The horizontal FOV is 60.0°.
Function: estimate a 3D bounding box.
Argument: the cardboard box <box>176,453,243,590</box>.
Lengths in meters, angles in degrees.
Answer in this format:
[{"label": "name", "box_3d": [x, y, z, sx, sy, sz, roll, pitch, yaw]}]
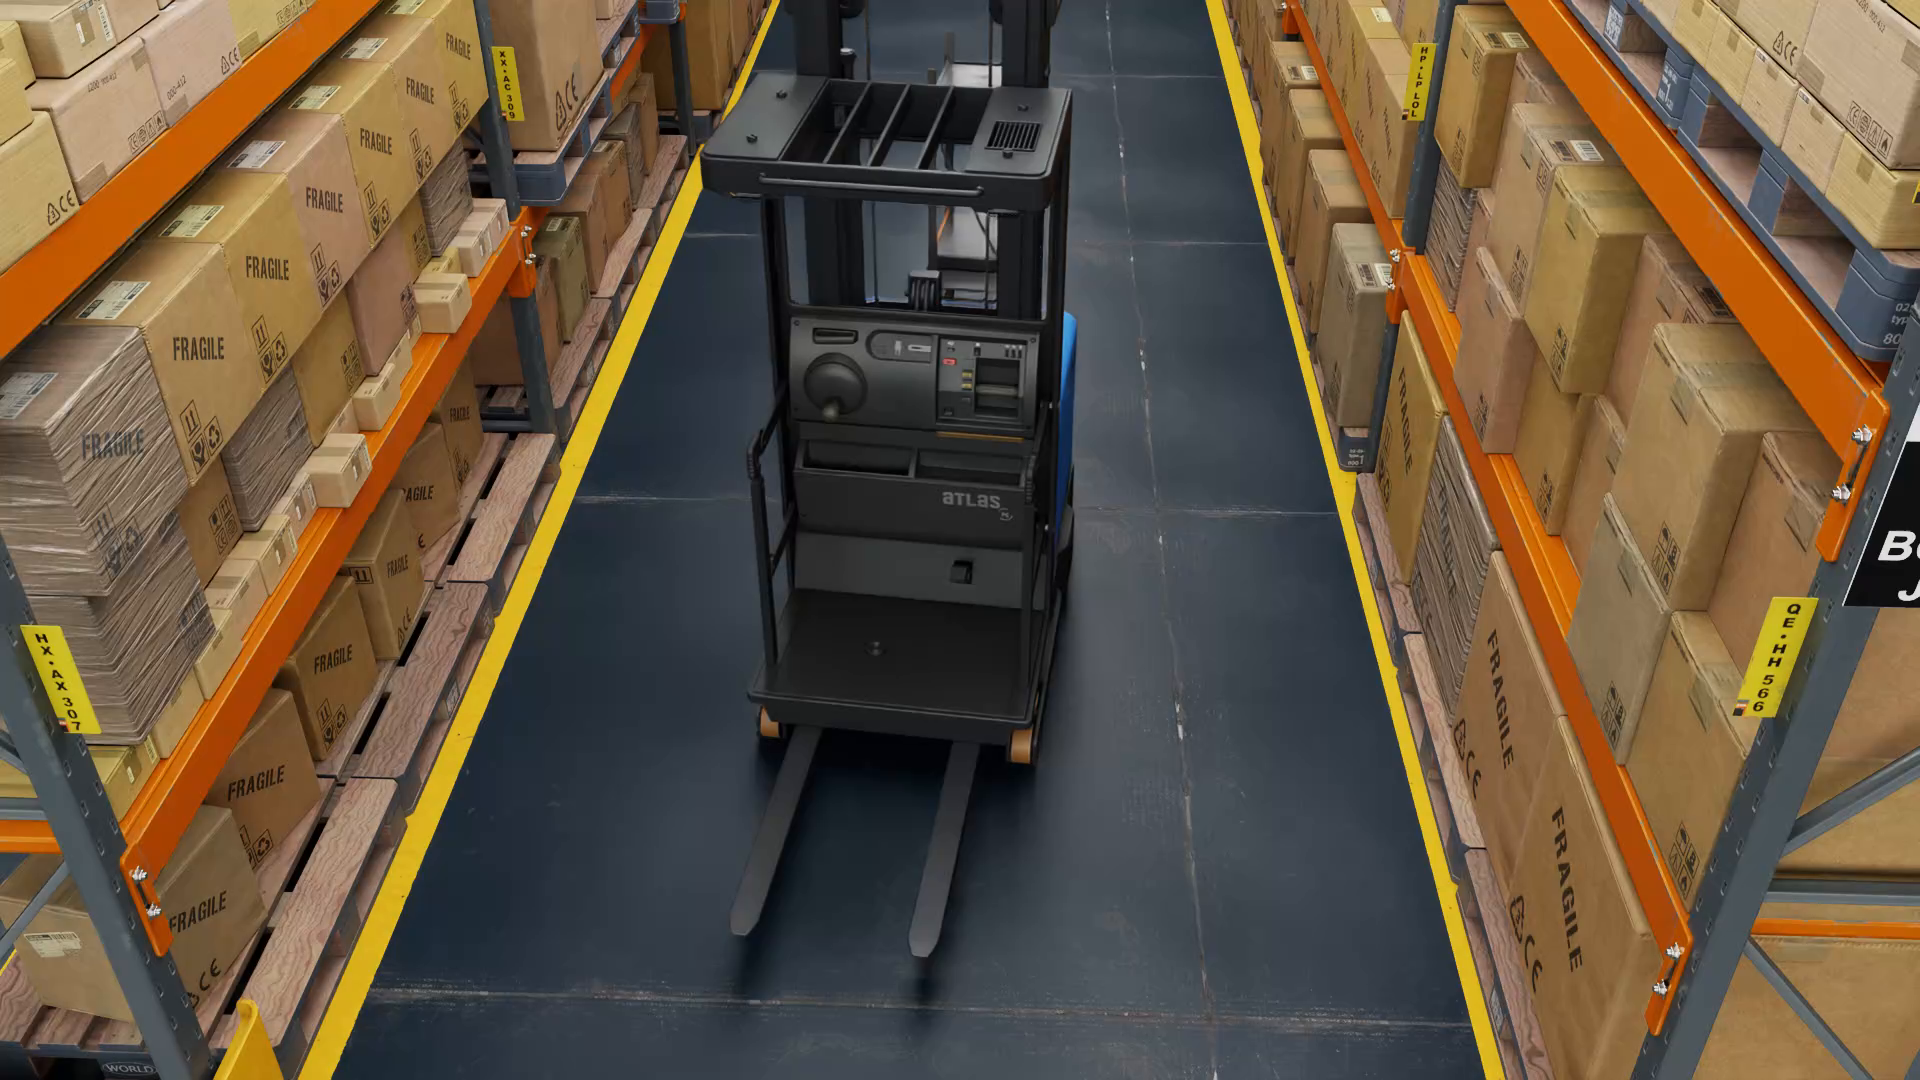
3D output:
[{"label": "cardboard box", "box_3d": [-2.711, -0.095, 4.931, 0.875, 0.500, 0.500, 1, 35, 2]}]

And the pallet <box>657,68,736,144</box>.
[{"label": "pallet", "box_3d": [-2.233, -3.234, 12.167, 1.003, 0.211, 1.213, 1, 35, 2]}]

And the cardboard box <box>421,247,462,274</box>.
[{"label": "cardboard box", "box_3d": [-2.305, -1.106, 6.934, 0.380, 0.149, 0.250, 1, 35, 2]}]

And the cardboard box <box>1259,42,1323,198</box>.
[{"label": "cardboard box", "box_3d": [2.498, -2.654, 10.509, 1.050, 0.750, 0.750, 1, 35, 1]}]

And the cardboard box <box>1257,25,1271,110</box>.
[{"label": "cardboard box", "box_3d": [2.377, -3.284, 11.622, 0.500, 0.500, 0.500, 1, 35, 2]}]

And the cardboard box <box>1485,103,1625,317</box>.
[{"label": "cardboard box", "box_3d": [2.337, -1.119, 5.663, 0.875, 0.550, 0.550, 1, 35, 2]}]

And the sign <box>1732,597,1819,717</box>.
[{"label": "sign", "box_3d": [1.749, 0.255, 3.566, 0.100, 0.325, 0.005, 1, 35, 2]}]

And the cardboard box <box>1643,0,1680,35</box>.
[{"label": "cardboard box", "box_3d": [2.017, -1.420, 4.320, 0.380, 0.149, 0.250, 2, 35, 2]}]

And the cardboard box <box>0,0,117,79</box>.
[{"label": "cardboard box", "box_3d": [-2.343, -1.258, 4.107, 0.380, 0.149, 0.250, 3, 35, 4]}]

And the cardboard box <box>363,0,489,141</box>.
[{"label": "cardboard box", "box_3d": [-2.244, -1.932, 6.675, 0.500, 0.500, 0.500, 1, 35, 2]}]

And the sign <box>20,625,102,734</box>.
[{"label": "sign", "box_3d": [-2.119, 0.331, 3.917, 0.100, 0.325, 0.005, 1, 35, 2]}]

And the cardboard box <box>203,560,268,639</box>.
[{"label": "cardboard box", "box_3d": [-2.368, 0.187, 5.094, 0.380, 0.149, 0.250, 1, 35, 2]}]

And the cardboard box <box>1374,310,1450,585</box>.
[{"label": "cardboard box", "box_3d": [2.356, -0.395, 7.186, 0.875, 0.875, 0.875, 2, 35, 3]}]

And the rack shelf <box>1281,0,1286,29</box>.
[{"label": "rack shelf", "box_3d": [2.692, -4.605, 12.320, 1.077, 0.370, 4.000, 1, 35, 2]}]

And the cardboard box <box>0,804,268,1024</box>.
[{"label": "cardboard box", "box_3d": [-2.619, 1.166, 5.291, 0.500, 0.500, 0.500, 8, 36, 11]}]

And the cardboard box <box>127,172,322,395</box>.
[{"label": "cardboard box", "box_3d": [-2.321, -0.783, 5.040, 0.500, 0.500, 0.500, 1, 35, 2]}]

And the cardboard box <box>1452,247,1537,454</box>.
[{"label": "cardboard box", "box_3d": [2.310, -0.677, 5.975, 0.875, 0.550, 0.550, 1, 35, 2]}]

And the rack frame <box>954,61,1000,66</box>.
[{"label": "rack frame", "box_3d": [0.139, -1.349, 7.843, 0.380, 1.831, 0.006, 5, 35, 7]}]

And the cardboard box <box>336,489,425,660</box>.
[{"label": "cardboard box", "box_3d": [-2.518, 0.142, 6.747, 0.500, 0.500, 0.500, -2, 35, -2]}]

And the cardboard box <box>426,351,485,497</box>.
[{"label": "cardboard box", "box_3d": [-2.557, -0.545, 7.726, 0.500, 0.500, 0.500, 0, 35, 0]}]

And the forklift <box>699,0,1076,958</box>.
[{"label": "forklift", "box_3d": [-0.207, -0.545, 5.977, 1.121, 2.935, 3.031, 5, 35, 7]}]

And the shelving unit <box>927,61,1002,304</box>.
[{"label": "shelving unit", "box_3d": [5.860, -2.292, 6.449, 11.925, 5.092, 1.531, 5, 35, 7]}]

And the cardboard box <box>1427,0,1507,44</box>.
[{"label": "cardboard box", "box_3d": [2.465, -2.188, 7.298, 0.700, 0.500, 0.500, 1, 35, 1]}]

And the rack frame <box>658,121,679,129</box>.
[{"label": "rack frame", "box_3d": [-2.337, -3.923, 10.723, 0.949, 2.616, 0.053, 1, 35, 2]}]

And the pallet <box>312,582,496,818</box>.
[{"label": "pallet", "box_3d": [-2.538, 0.605, 6.705, 1.003, 0.211, 1.213, 1, 35, 2]}]

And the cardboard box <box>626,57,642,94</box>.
[{"label": "cardboard box", "box_3d": [-2.337, -3.002, 10.551, 0.500, 0.250, 0.500, 3, 35, 4]}]

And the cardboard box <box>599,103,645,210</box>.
[{"label": "cardboard box", "box_3d": [-2.356, -2.376, 10.314, 0.700, 0.500, 0.500, -1, 35, -2]}]

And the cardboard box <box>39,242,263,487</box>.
[{"label": "cardboard box", "box_3d": [-2.340, -0.495, 4.631, 0.500, 0.500, 0.500, 1, 35, 2]}]

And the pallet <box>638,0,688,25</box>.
[{"label": "pallet", "box_3d": [-2.262, -3.433, 10.193, 1.213, 0.211, 1.003, 1, 35, 2]}]

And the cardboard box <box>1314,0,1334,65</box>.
[{"label": "cardboard box", "box_3d": [2.286, -2.958, 9.263, 0.500, 0.500, 0.500, 1, 35, 2]}]

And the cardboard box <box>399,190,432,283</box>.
[{"label": "cardboard box", "box_3d": [-2.636, -1.244, 6.566, 0.875, 0.500, 0.500, 1, 35, 2]}]

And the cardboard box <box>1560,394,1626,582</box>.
[{"label": "cardboard box", "box_3d": [2.409, -0.065, 5.104, 0.875, 0.550, 0.550, 1, 35, 2]}]

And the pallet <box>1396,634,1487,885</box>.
[{"label": "pallet", "box_3d": [2.296, 0.826, 6.391, 1.003, 0.211, 1.213, 1, 35, 2]}]

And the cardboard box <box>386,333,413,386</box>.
[{"label": "cardboard box", "box_3d": [-2.315, -0.675, 6.320, 0.380, 0.149, 0.250, 1, 35, 2]}]

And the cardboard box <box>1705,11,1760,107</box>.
[{"label": "cardboard box", "box_3d": [1.997, -1.128, 3.904, 0.380, 0.149, 0.250, 2, 35, 2]}]

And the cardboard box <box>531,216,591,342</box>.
[{"label": "cardboard box", "box_3d": [-2.416, -1.408, 8.936, 0.700, 0.500, 0.500, 1, 35, 2]}]

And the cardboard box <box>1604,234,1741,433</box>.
[{"label": "cardboard box", "box_3d": [2.432, -0.506, 4.792, 0.875, 0.550, 0.550, 1, 35, 2]}]

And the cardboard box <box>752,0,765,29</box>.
[{"label": "cardboard box", "box_3d": [-2.207, -6.295, 15.047, 1.225, 1.489, 5.750, 0, 35, 0]}]

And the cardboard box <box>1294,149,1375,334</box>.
[{"label": "cardboard box", "box_3d": [2.429, -1.617, 9.033, 1.050, 0.750, 0.750, 1, 35, 2]}]

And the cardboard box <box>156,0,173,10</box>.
[{"label": "cardboard box", "box_3d": [-2.333, -1.555, 4.529, 0.380, 0.149, 0.250, 0, 35, 0]}]

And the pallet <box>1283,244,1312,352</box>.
[{"label": "pallet", "box_3d": [2.453, -1.459, 9.643, 1.003, 0.211, 1.213, 1, 35, 2]}]

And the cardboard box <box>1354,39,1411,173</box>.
[{"label": "cardboard box", "box_3d": [2.226, -2.090, 8.028, 0.500, 0.500, 0.500, 1, 35, 1]}]

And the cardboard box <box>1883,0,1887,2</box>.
[{"label": "cardboard box", "box_3d": [1.977, -1.162, 3.260, 0.380, 0.149, 0.250, 1, 35, 2]}]

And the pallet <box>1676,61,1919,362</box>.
[{"label": "pallet", "box_3d": [2.310, -0.772, 3.708, 1.003, 0.211, 1.213, 1, 35, 2]}]

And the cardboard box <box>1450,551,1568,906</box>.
[{"label": "cardboard box", "box_3d": [2.285, 0.646, 5.704, 0.875, 0.875, 0.875, 1, 35, 1]}]

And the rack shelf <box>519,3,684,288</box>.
[{"label": "rack shelf", "box_3d": [-2.420, -2.480, 9.295, 1.077, 0.370, 4.000, 1, 35, 2]}]

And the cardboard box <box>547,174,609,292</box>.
[{"label": "cardboard box", "box_3d": [-2.394, -1.730, 9.394, 0.730, 0.500, 0.544, 1, 35, 1]}]

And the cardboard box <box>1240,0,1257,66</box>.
[{"label": "cardboard box", "box_3d": [2.407, -3.886, 12.480, 0.500, 0.500, 0.500, 0, 35, 0]}]

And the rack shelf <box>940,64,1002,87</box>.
[{"label": "rack shelf", "box_3d": [0.100, -1.884, 7.172, 0.368, 0.174, 0.457, 5, 35, 7]}]

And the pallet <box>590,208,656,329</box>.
[{"label": "pallet", "box_3d": [-2.425, -1.634, 9.892, 1.003, 0.211, 1.213, 1, 35, 2]}]

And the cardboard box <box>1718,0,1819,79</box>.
[{"label": "cardboard box", "box_3d": [2.052, -1.230, 3.702, 0.500, 0.250, 0.500, 1, 35, 2]}]

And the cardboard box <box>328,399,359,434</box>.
[{"label": "cardboard box", "box_3d": [-2.377, -0.389, 5.913, 0.380, 0.149, 0.250, 1, 35, 2]}]

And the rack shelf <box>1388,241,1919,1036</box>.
[{"label": "rack shelf", "box_3d": [2.371, -0.009, 5.780, 1.077, 0.370, 4.000, 1, 35, 2]}]

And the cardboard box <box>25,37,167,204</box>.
[{"label": "cardboard box", "box_3d": [-2.369, -1.060, 4.171, 0.500, 0.250, 0.500, 1, 35, 1]}]

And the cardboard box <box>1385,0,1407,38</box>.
[{"label": "cardboard box", "box_3d": [2.505, -2.774, 8.131, 0.700, 0.500, 0.500, 2, 35, 2]}]
